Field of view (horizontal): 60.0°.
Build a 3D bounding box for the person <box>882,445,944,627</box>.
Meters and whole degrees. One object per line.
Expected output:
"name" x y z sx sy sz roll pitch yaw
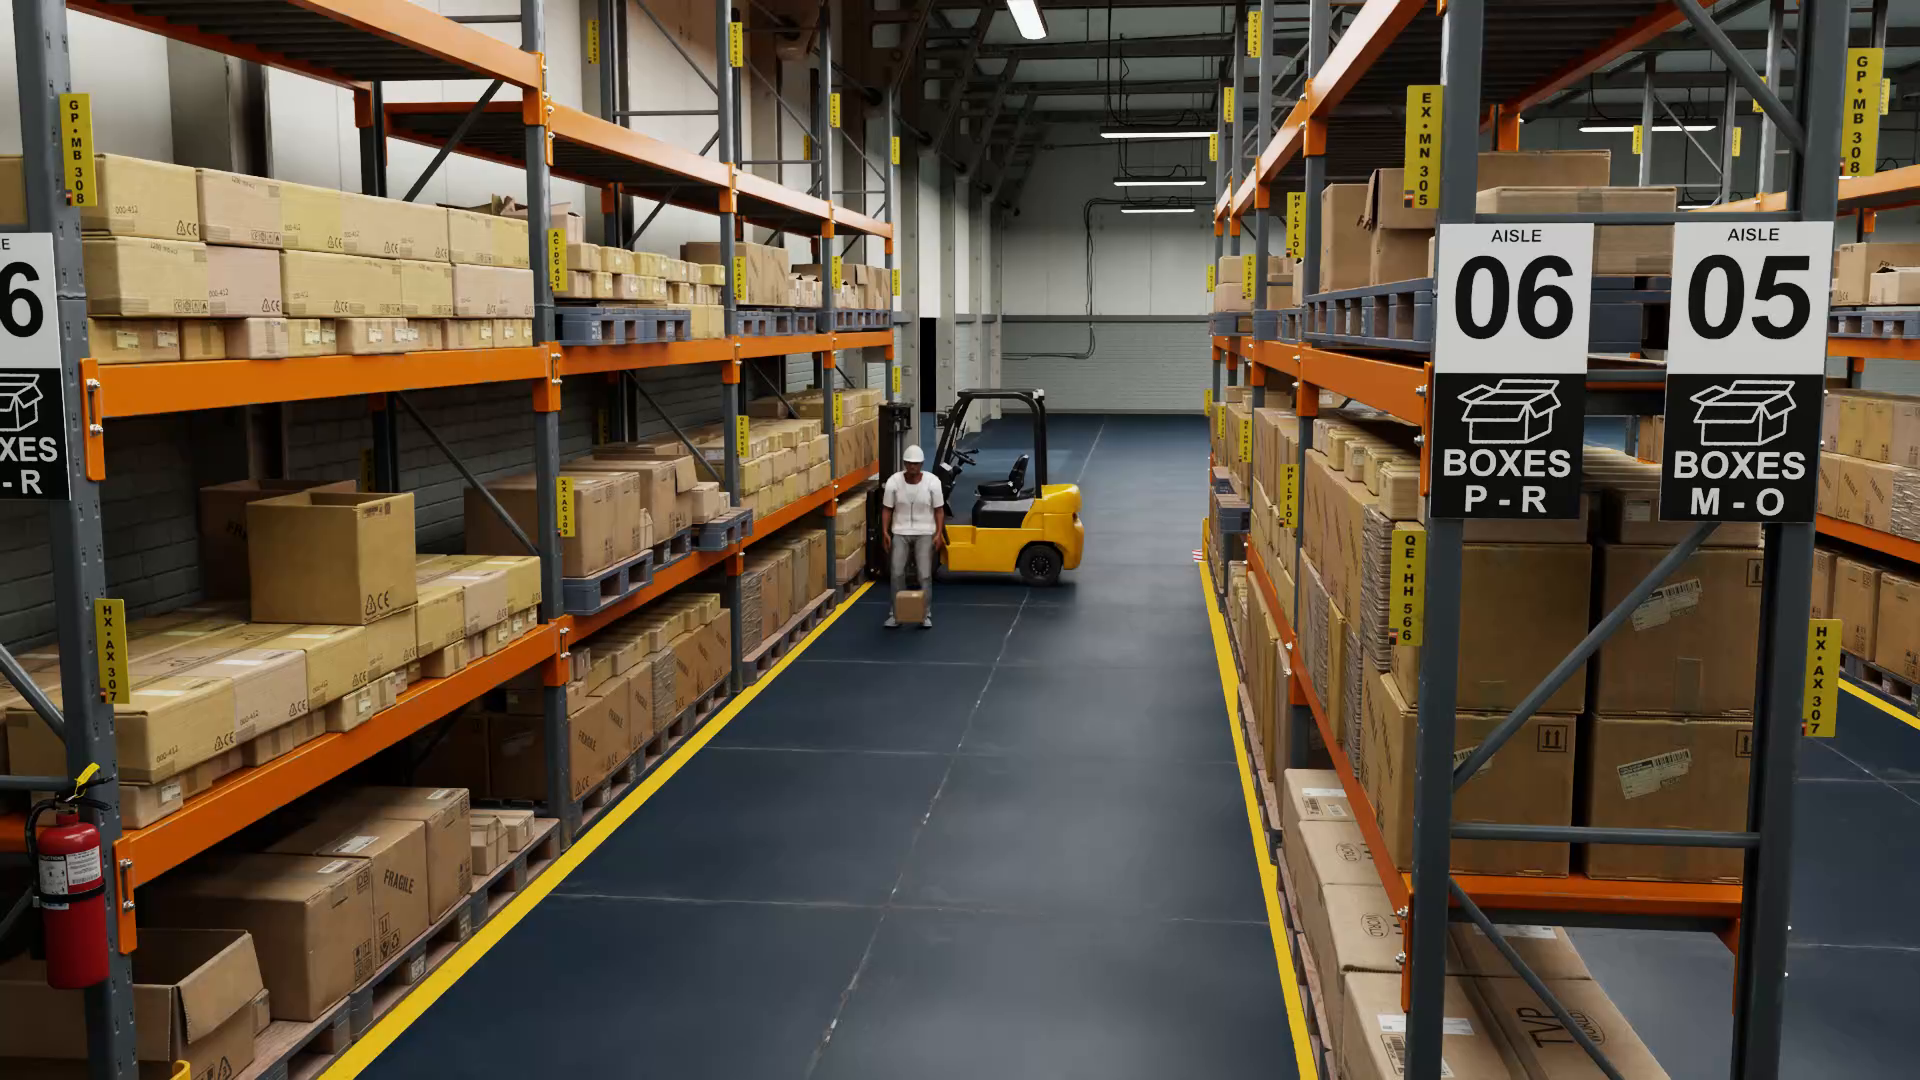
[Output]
"person" -0.455 -0.040 16.016 0.604 1.762 0.446 1 8 4
